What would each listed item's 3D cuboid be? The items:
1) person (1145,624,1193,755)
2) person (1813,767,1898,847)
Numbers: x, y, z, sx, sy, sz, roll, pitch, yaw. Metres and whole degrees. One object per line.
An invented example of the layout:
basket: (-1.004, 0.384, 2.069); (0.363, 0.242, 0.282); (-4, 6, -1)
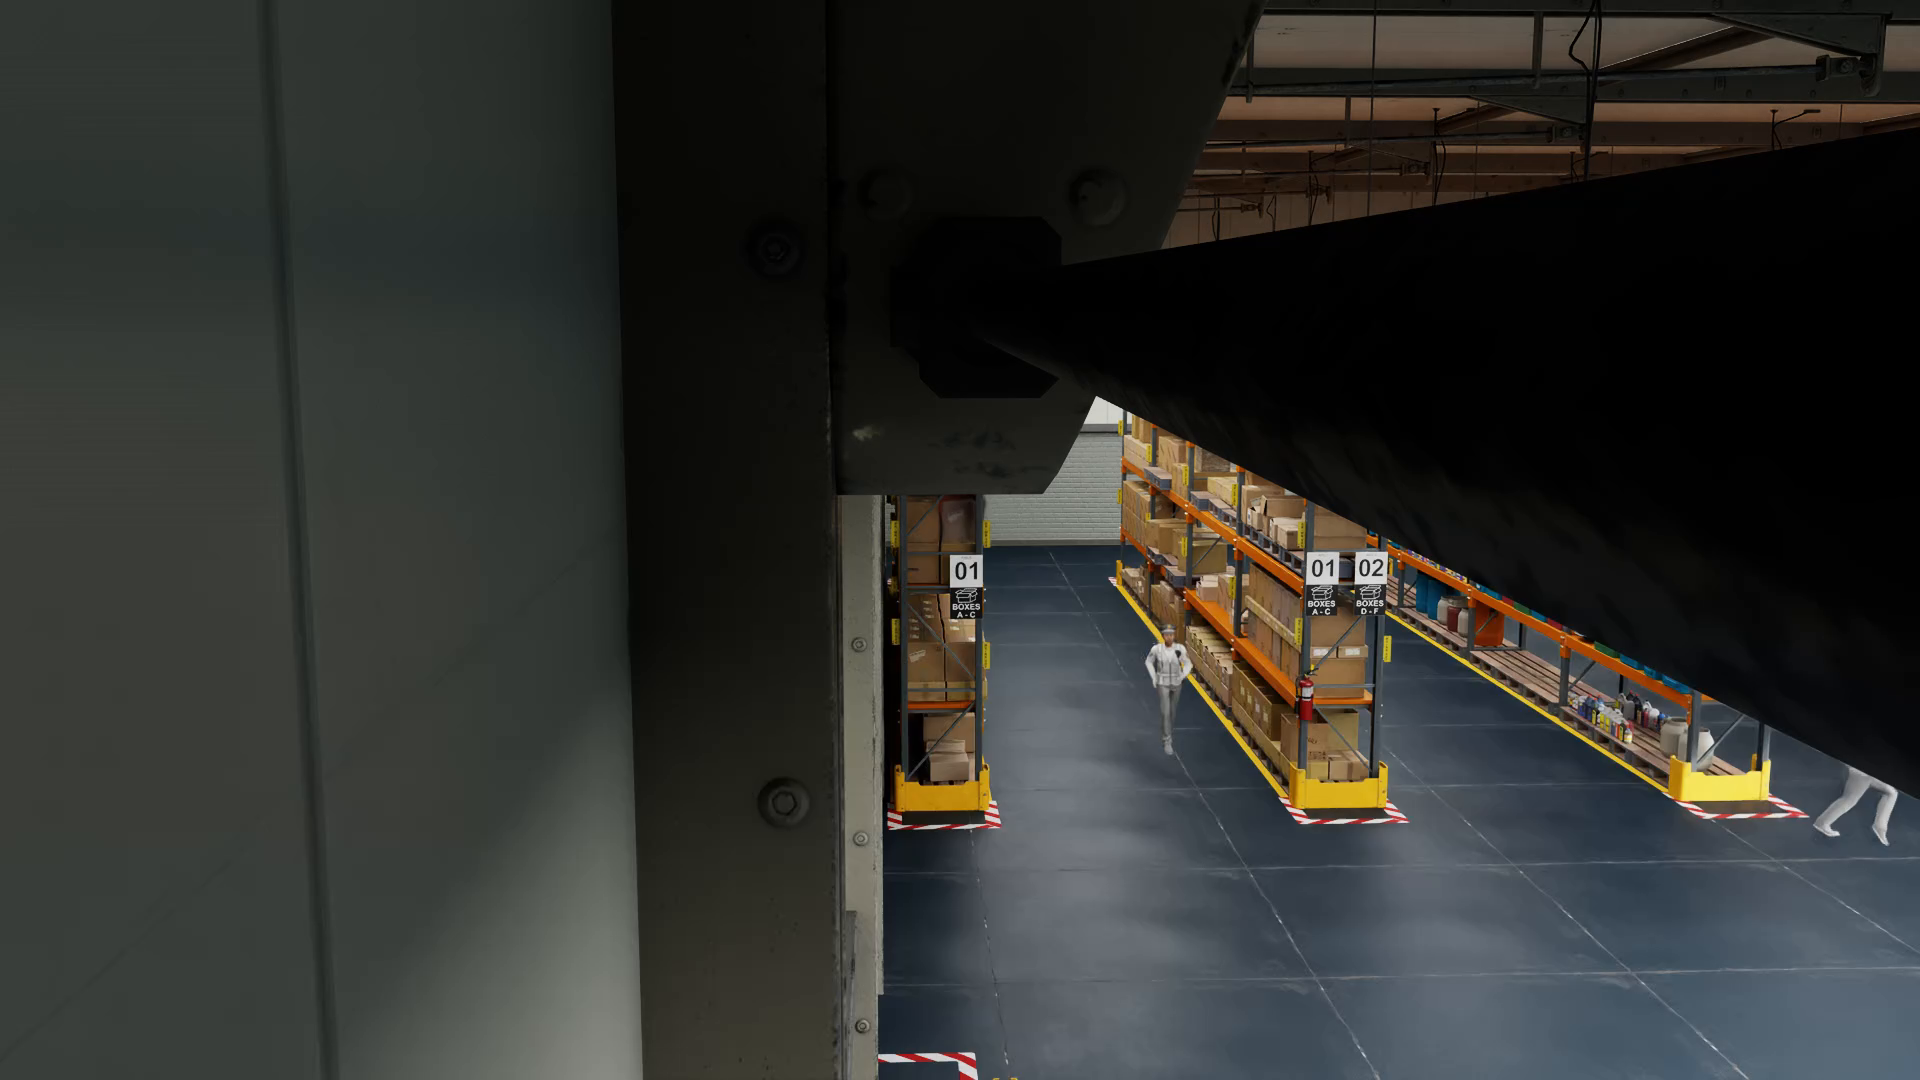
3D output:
person: (2.784, 1.948, 22.092); (0.610, 1.724, 0.792); (0, 8, -3)
person: (10.408, 2.707, 19.199); (0.915, 1.683, 0.571); (4, 9, 26)
